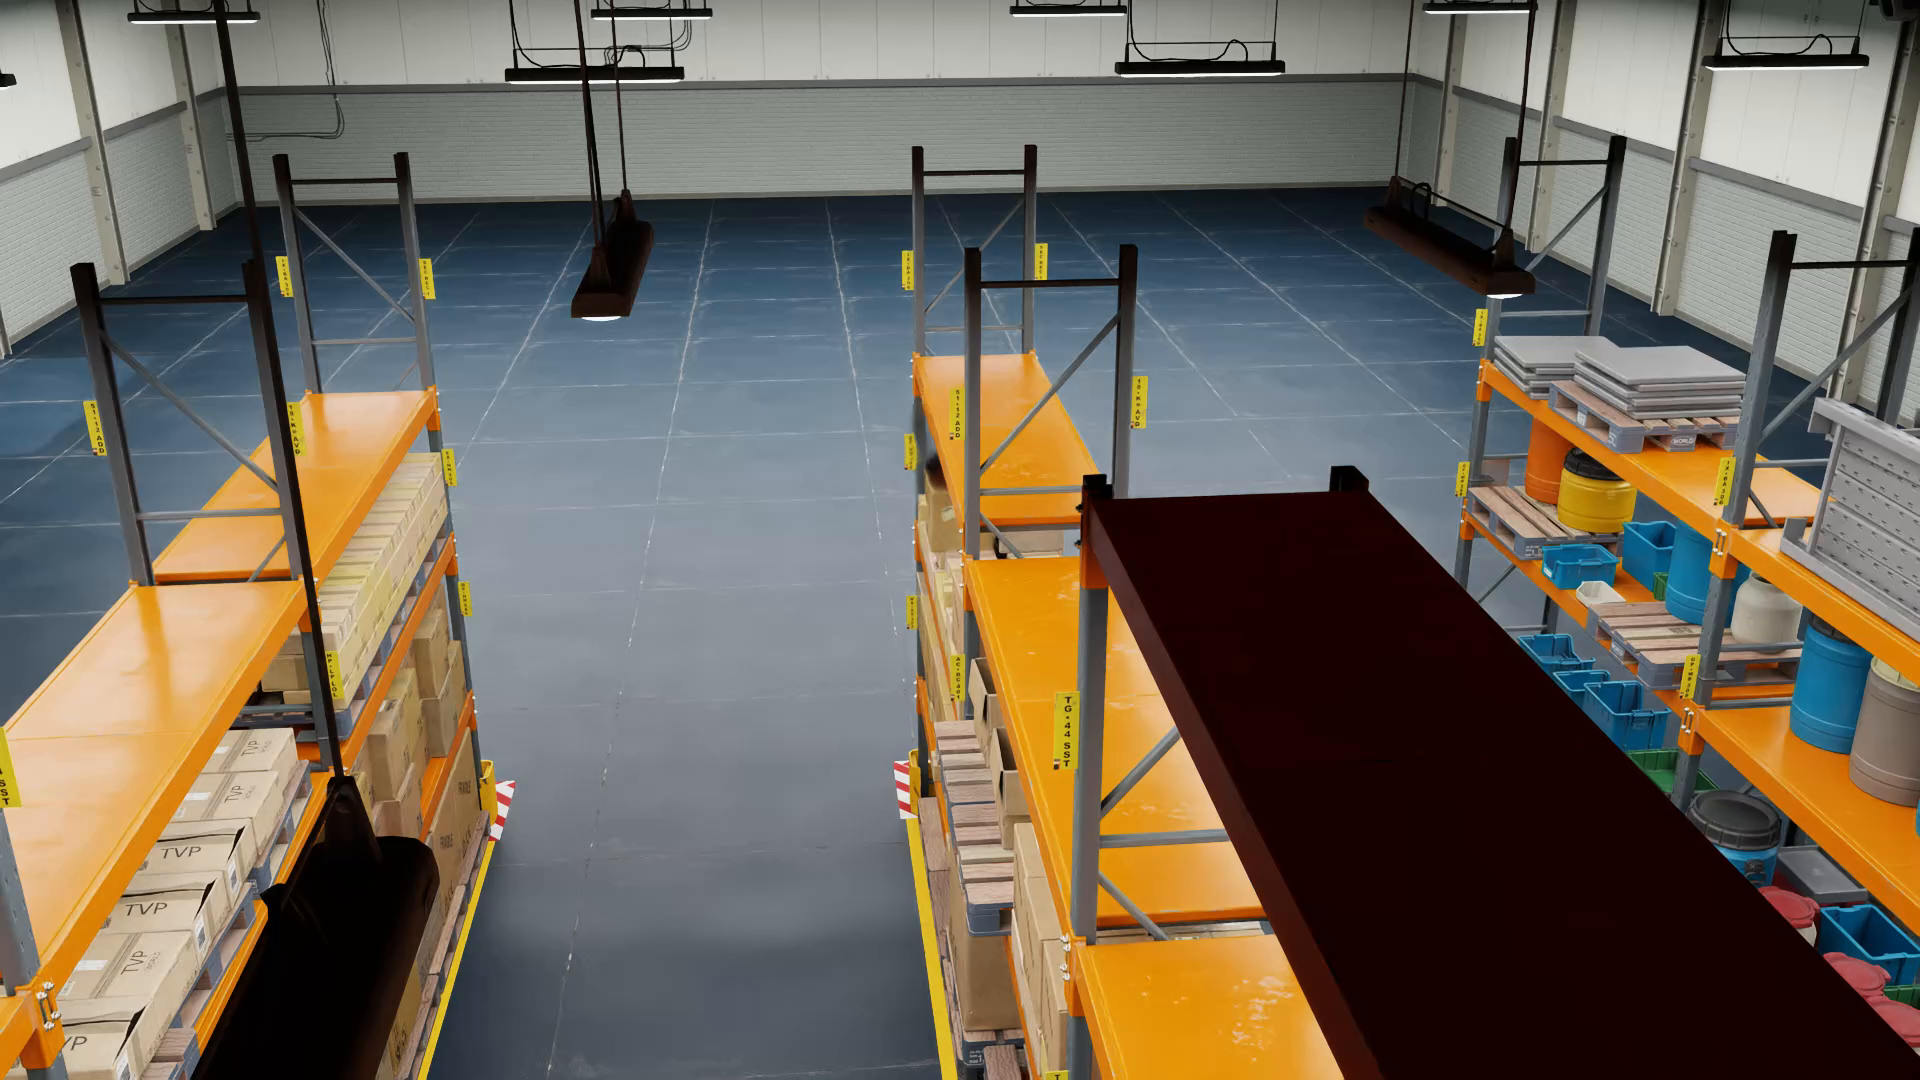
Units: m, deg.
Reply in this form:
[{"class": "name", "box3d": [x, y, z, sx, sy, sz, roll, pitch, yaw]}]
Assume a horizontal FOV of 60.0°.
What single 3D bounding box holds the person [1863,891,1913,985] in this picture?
[{"class": "person", "box3d": [6.931, 2.792, 12.403, 0.405, 1.609, 0.928, 0, 22, 1]}]
